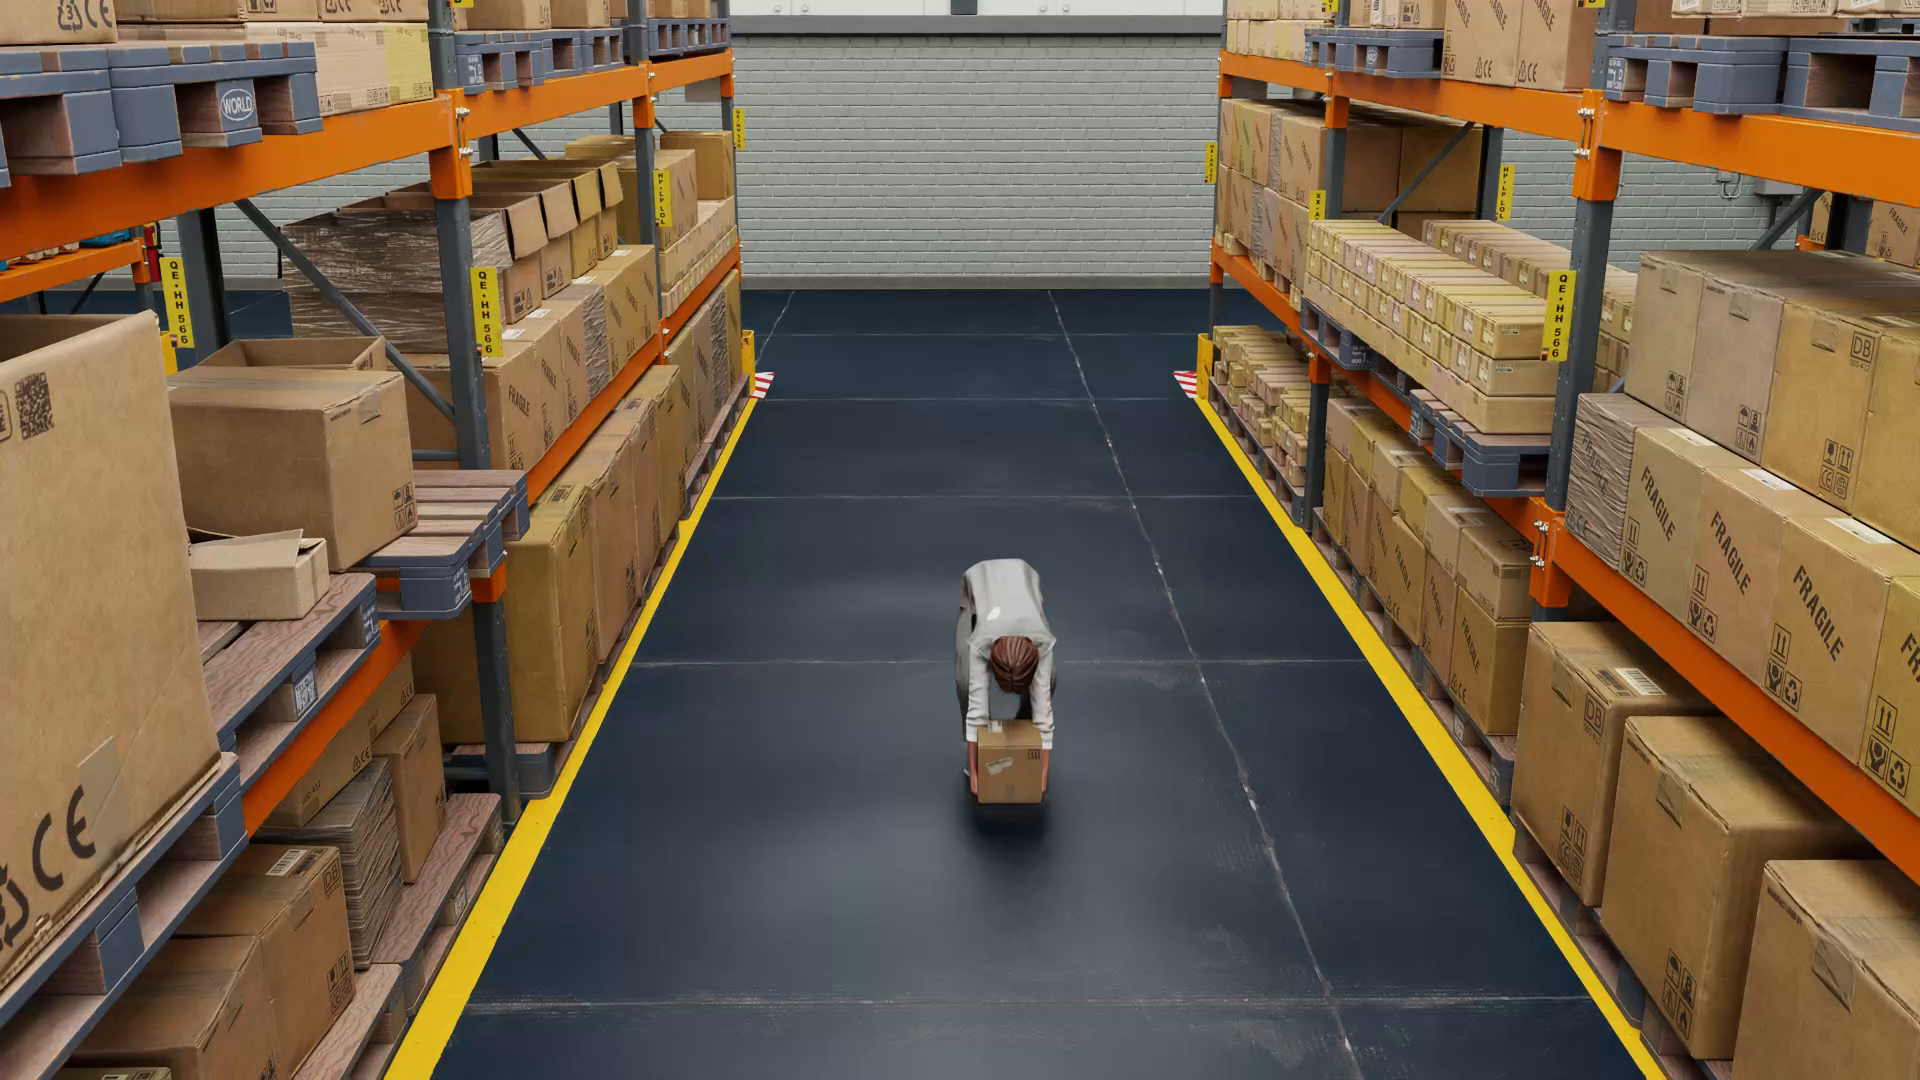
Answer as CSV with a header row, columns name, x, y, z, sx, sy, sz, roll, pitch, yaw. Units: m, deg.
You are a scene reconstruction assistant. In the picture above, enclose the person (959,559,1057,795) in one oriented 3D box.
name,x,y,z,sx,sy,sz,roll,pitch,yaw
person,0.196,0.589,6.813,0.366,0.923,0.861,-1,17,-3
